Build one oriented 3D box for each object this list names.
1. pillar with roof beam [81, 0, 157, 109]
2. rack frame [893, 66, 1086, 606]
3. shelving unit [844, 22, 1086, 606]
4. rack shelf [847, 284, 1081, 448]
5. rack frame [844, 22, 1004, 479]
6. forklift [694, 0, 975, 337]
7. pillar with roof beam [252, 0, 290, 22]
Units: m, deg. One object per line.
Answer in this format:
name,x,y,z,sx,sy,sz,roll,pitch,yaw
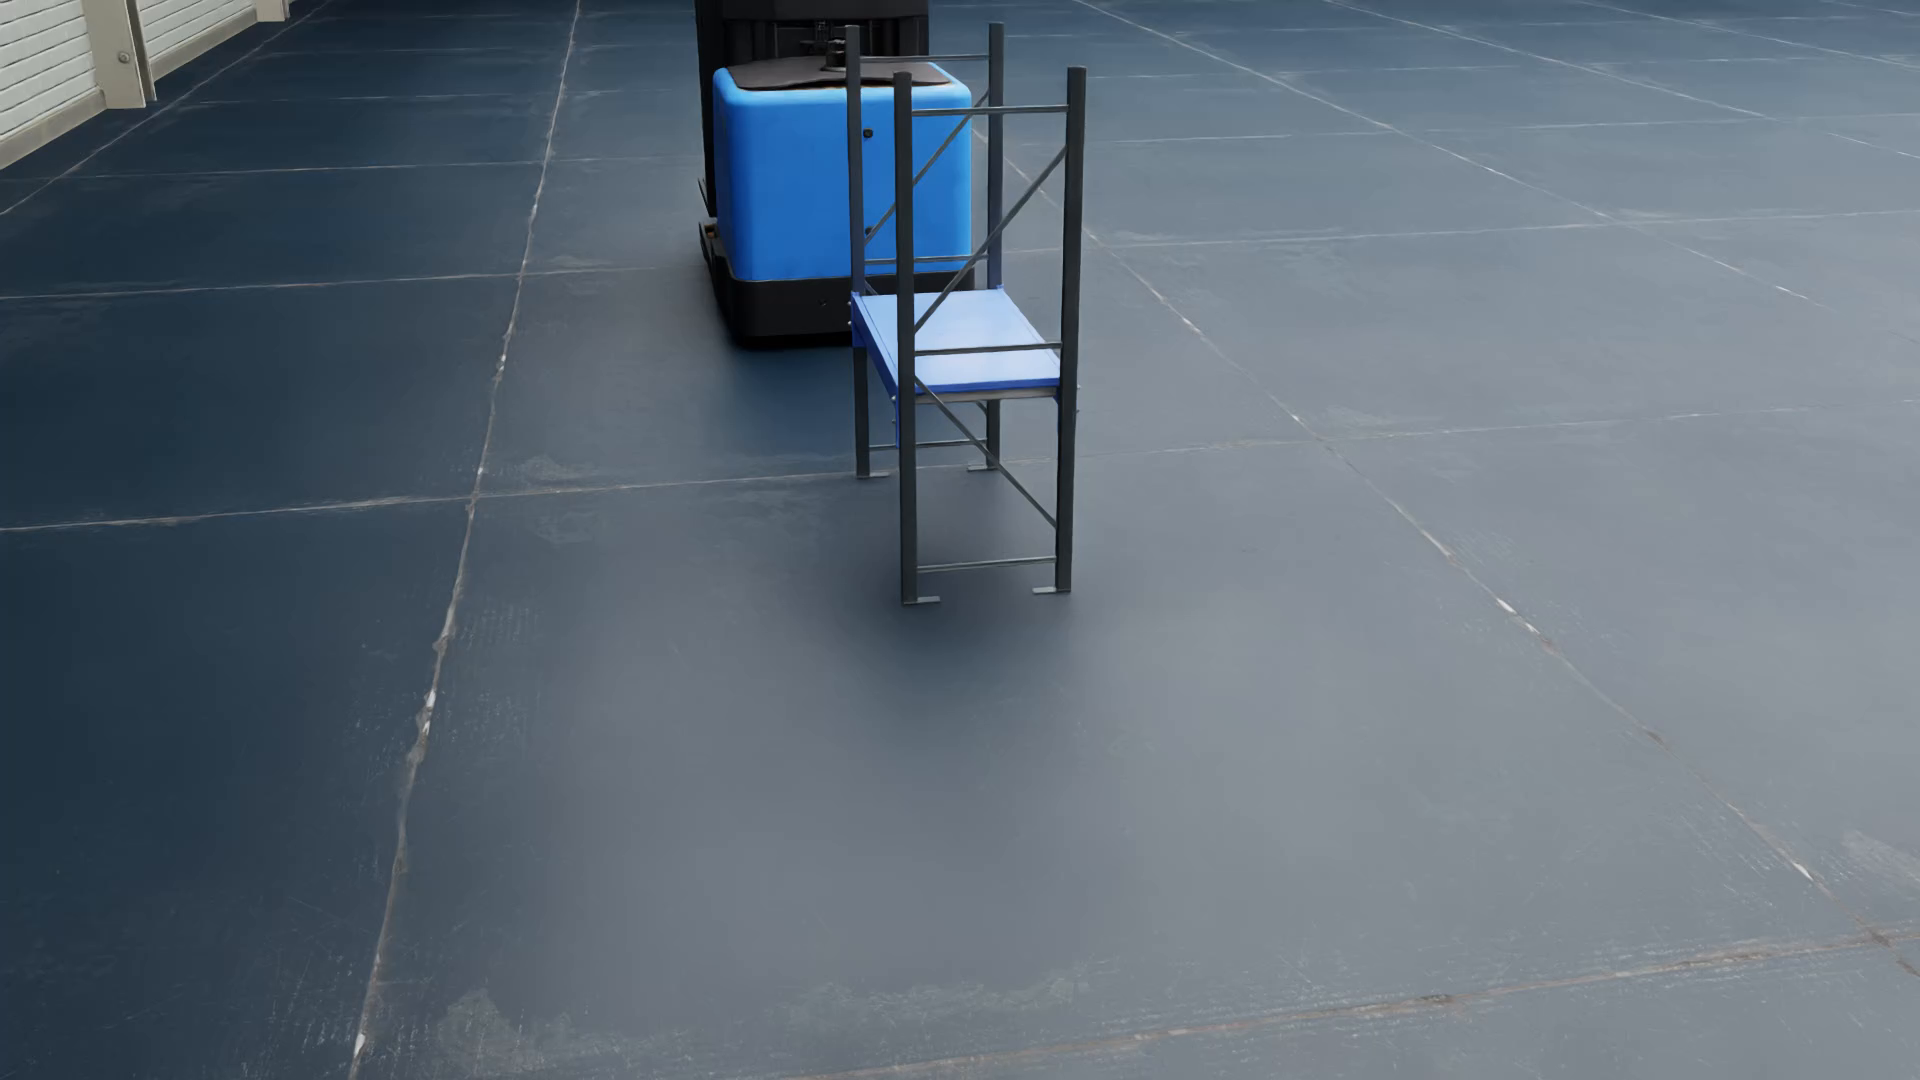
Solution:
pillar with roof beam,-2.318,-7.880,12.049,9.100,9.000,0.400,-4,24,-10
rack frame,0.078,-0.521,4.569,0.500,1.500,0.032,-4,24,-10
shelving unit,-0.016,-0.721,5.027,0.538,1.500,1.048,-4,24,-10
rack shelf,-0.016,-0.556,5.099,0.538,0.185,1.000,-4,24,-10
rack frame,-0.110,-0.921,5.484,0.500,1.500,0.032,-4,24,-10
forklift,-0.740,-2.766,7.921,1.130,2.935,3.031,-5,24,-11
pillar with roof beam,-3.428,-10.240,17.453,9.100,9.000,0.400,-4,24,-10
